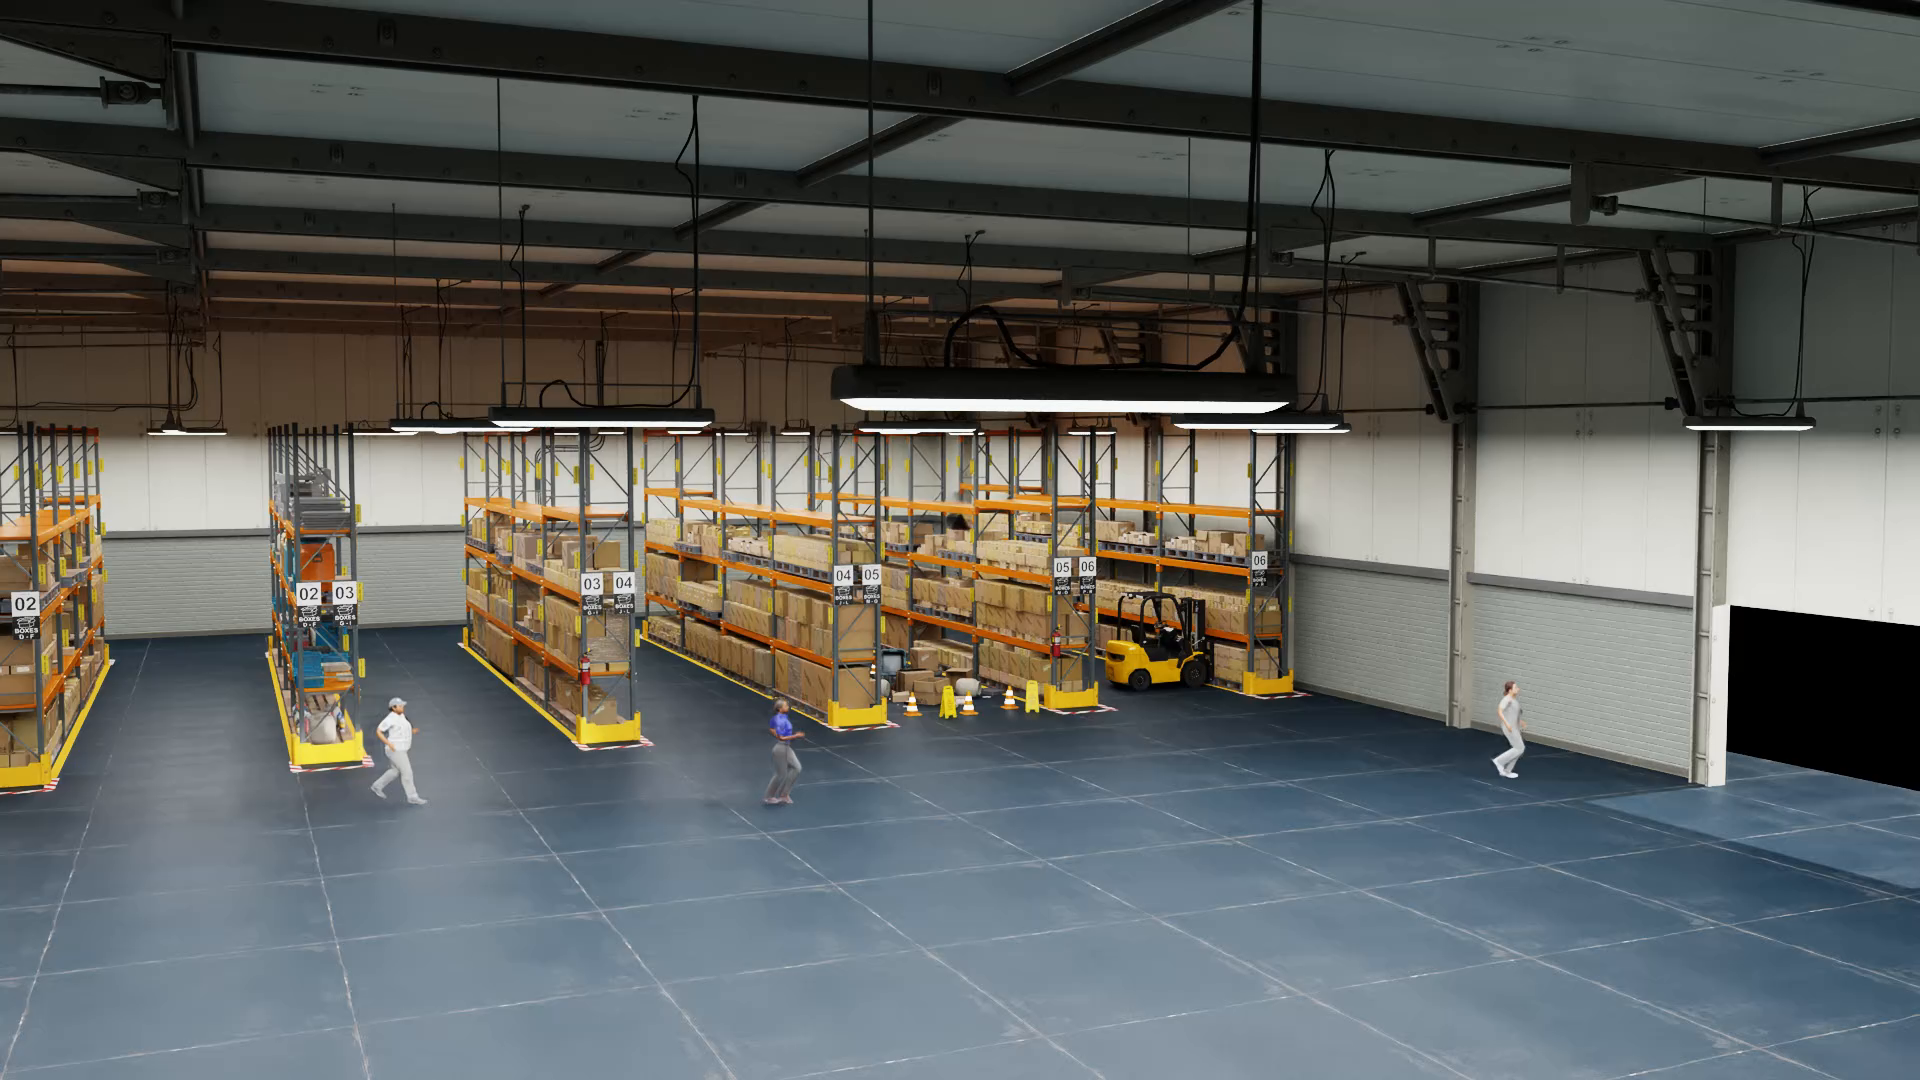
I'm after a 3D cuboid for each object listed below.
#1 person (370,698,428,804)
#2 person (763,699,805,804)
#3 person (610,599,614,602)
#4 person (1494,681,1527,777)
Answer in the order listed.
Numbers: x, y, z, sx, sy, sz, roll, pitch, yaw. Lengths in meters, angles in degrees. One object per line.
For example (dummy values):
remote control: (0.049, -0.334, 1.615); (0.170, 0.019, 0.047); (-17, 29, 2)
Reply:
person: (-8.780, 3.285, 25.961); (0.934, 1.653, 0.605); (0, 3, -1)
person: (-2.738, 3.321, 25.944); (0.667, 1.685, 0.558); (0, 3, 1)
person: (-9.144, 2.090, 44.759); (0.645, 1.779, 0.956); (-1, 4, -21)
person: (9.293, 3.192, 28.055); (0.512, 1.633, 0.569); (2, 4, 34)
